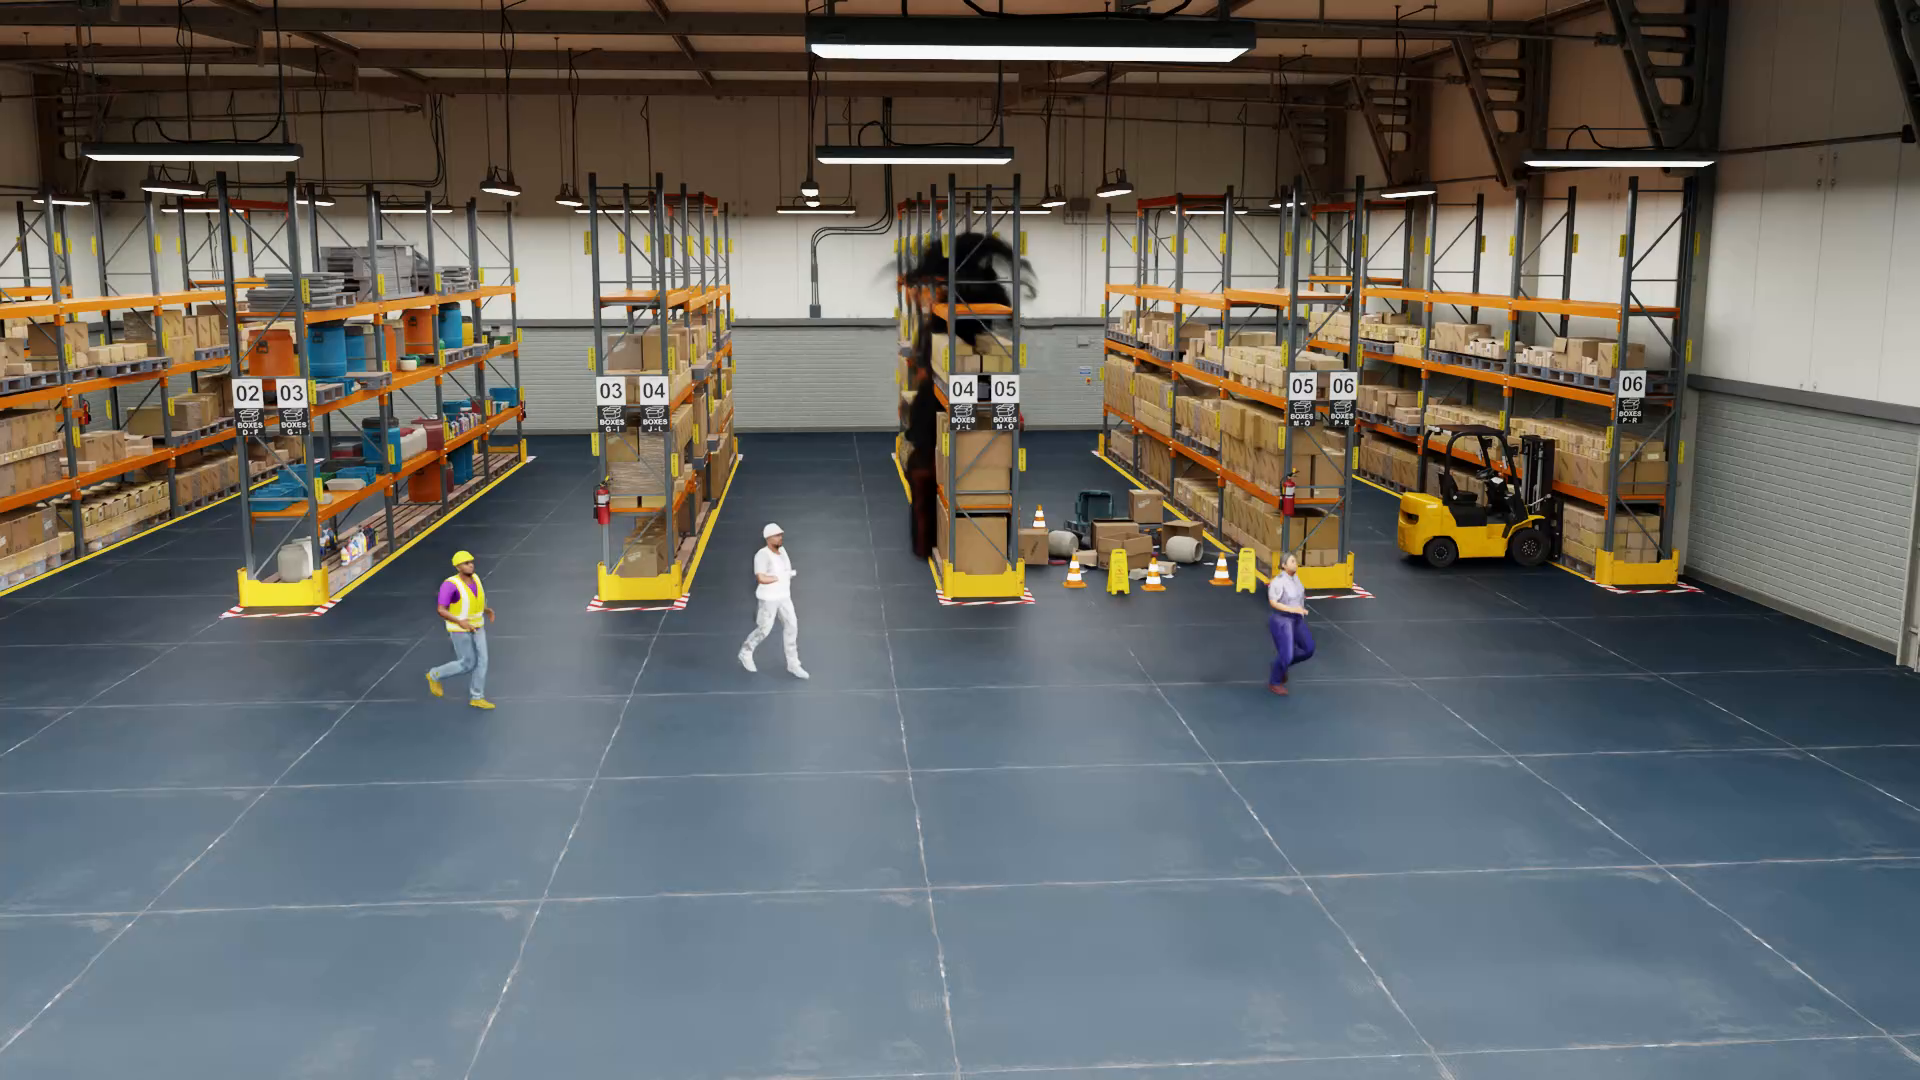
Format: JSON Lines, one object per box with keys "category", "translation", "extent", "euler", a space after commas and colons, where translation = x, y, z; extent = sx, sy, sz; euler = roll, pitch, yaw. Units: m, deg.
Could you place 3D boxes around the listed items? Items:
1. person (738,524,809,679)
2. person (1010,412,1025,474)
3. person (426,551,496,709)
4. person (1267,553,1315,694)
{"category": "person", "translation": [-2.203, 0.703, 19.450], "extent": [0.907, 1.813, 0.704], "euler": [5, 11, 28]}
{"category": "person", "translation": [1.088, -2.230, 36.614], "extent": [0.643, 1.722, 1.012], "euler": [0, 10, -3]}
{"category": "person", "translation": [-5.457, 0.973, 18.255], "extent": [0.772, 1.752, 0.705], "euler": [4, 11, 23]}
{"category": "person", "translation": [3.728, 0.943, 18.726], "extent": [0.522, 1.615, 0.657], "euler": [9, 13, 42]}
